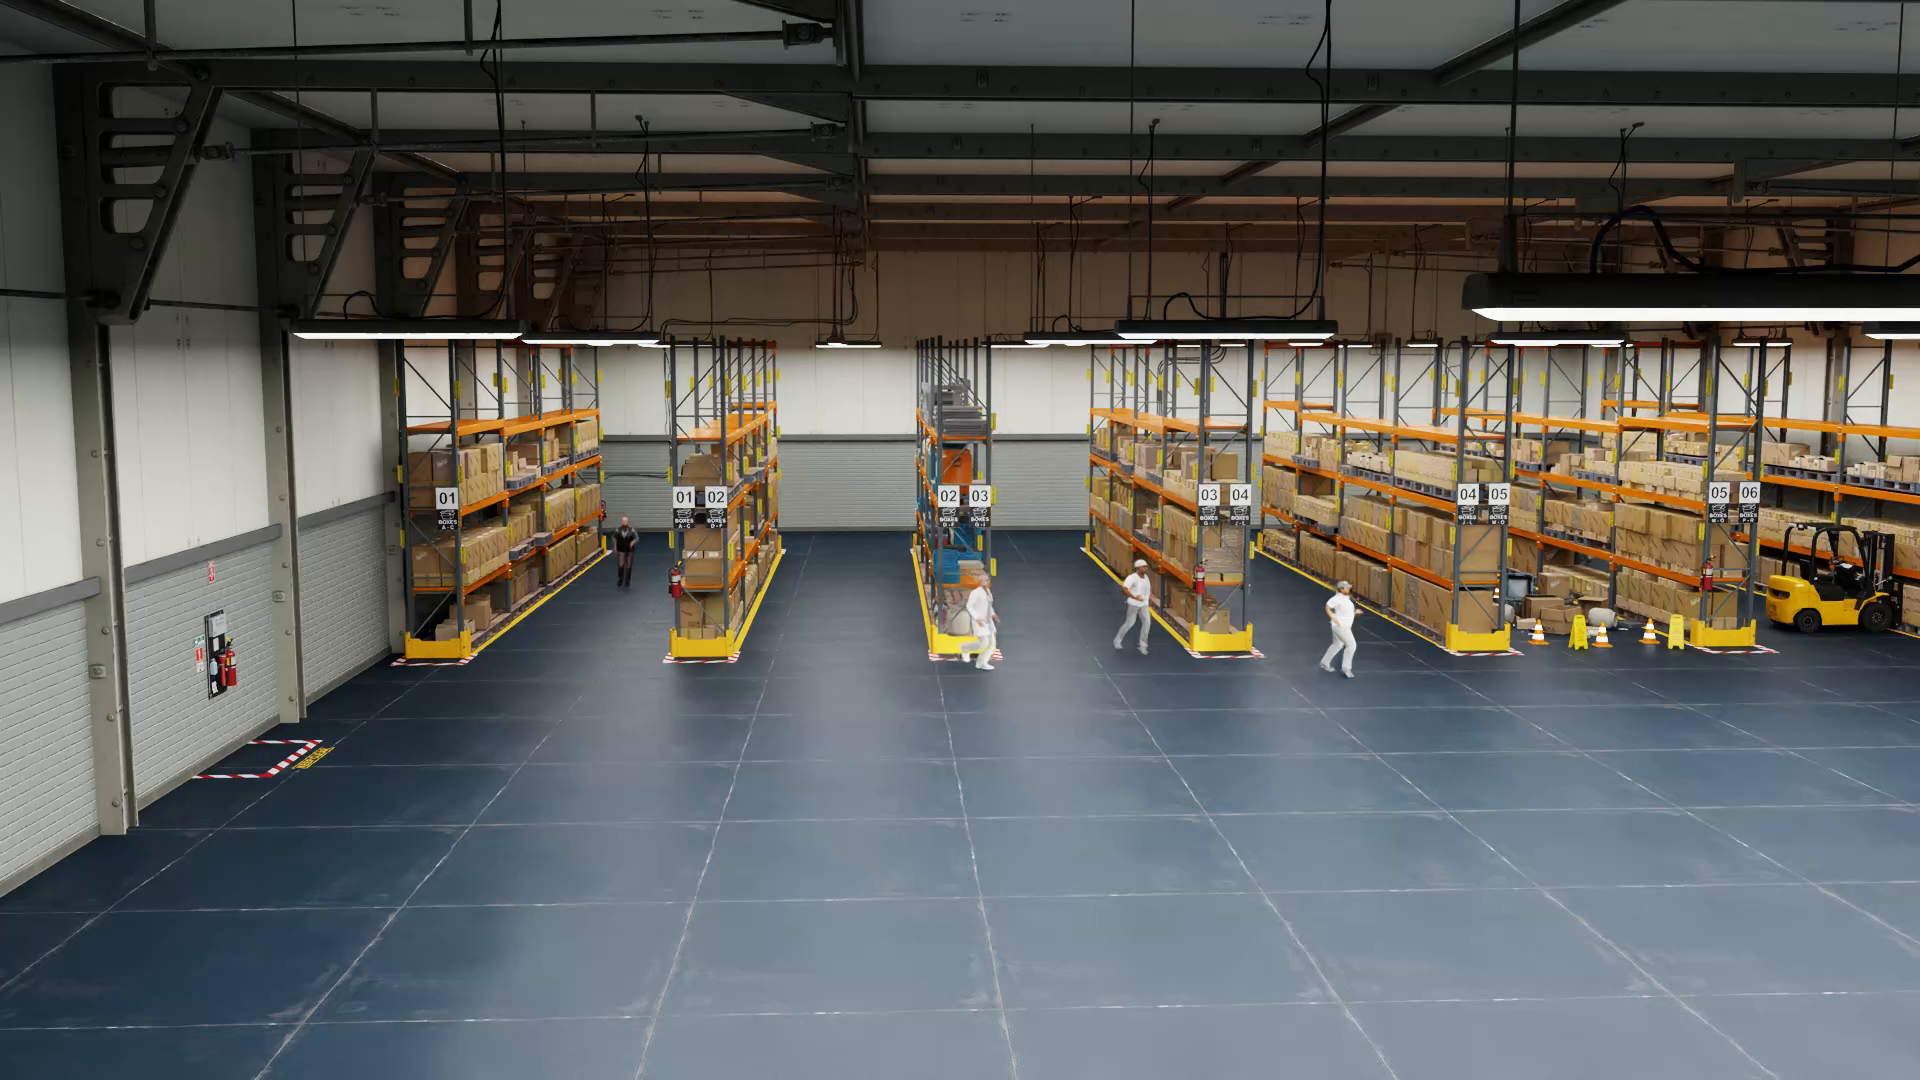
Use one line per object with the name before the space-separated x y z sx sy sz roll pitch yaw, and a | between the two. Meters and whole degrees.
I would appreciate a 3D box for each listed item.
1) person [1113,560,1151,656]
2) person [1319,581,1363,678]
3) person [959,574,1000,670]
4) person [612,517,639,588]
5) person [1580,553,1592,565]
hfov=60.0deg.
person | 3.411 1.262 31.690 0.758 1.785 0.835 -5 8 -35
person | 6.737 1.574 29.430 0.752 1.728 0.584 3 7 22
person | 0.336 1.466 29.993 0.675 1.719 0.704 4 8 34
person | -8.087 0.306 40.250 0.661 1.708 0.677 -1 7 -11
person | 16.609 -0.196 44.189 0.656 1.754 0.971 -1 7 -11
